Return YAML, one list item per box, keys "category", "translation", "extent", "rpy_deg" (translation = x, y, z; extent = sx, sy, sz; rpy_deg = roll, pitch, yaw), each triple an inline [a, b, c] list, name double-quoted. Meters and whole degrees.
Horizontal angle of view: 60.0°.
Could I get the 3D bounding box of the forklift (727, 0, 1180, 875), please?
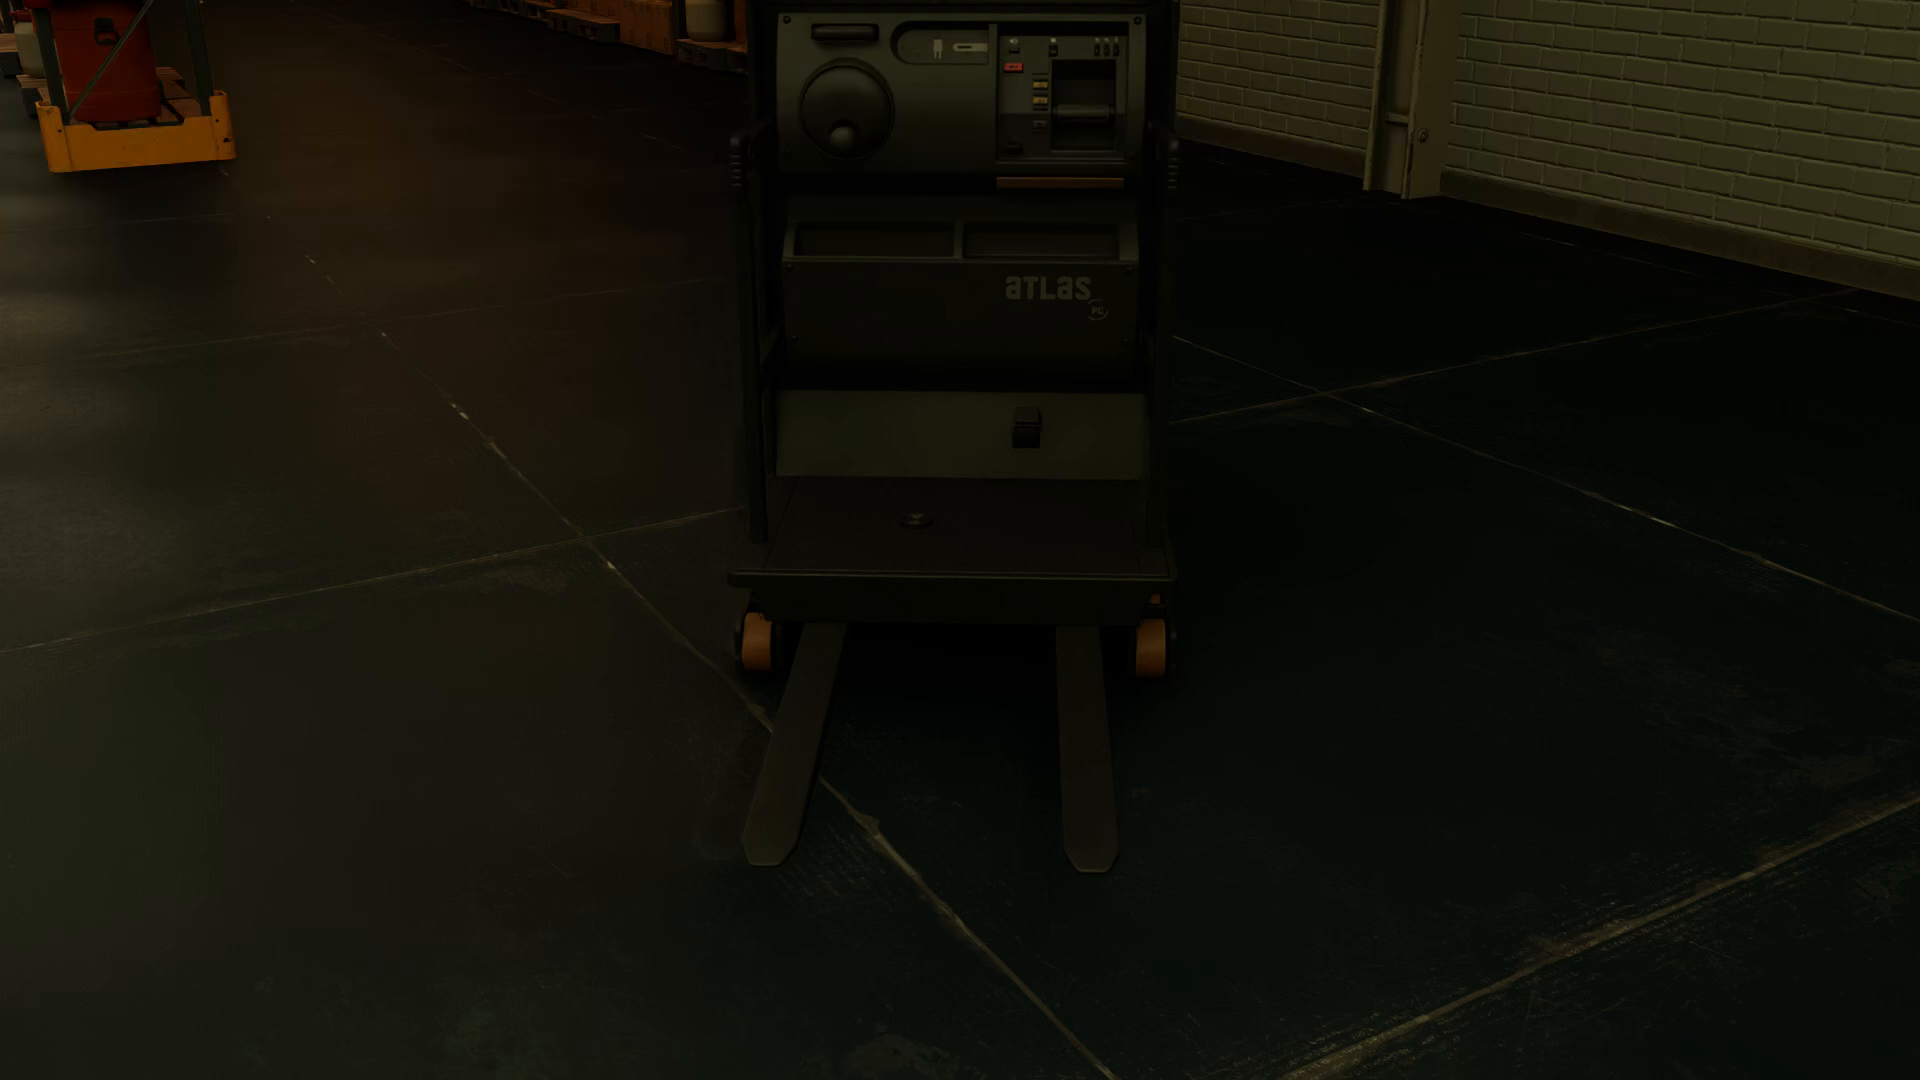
- category: "forklift"
  translation: [-0.003, -1.118, 3.998]
  extent: [1.130, 2.935, 3.031]
  rpy_deg: [1, 22, 2]
